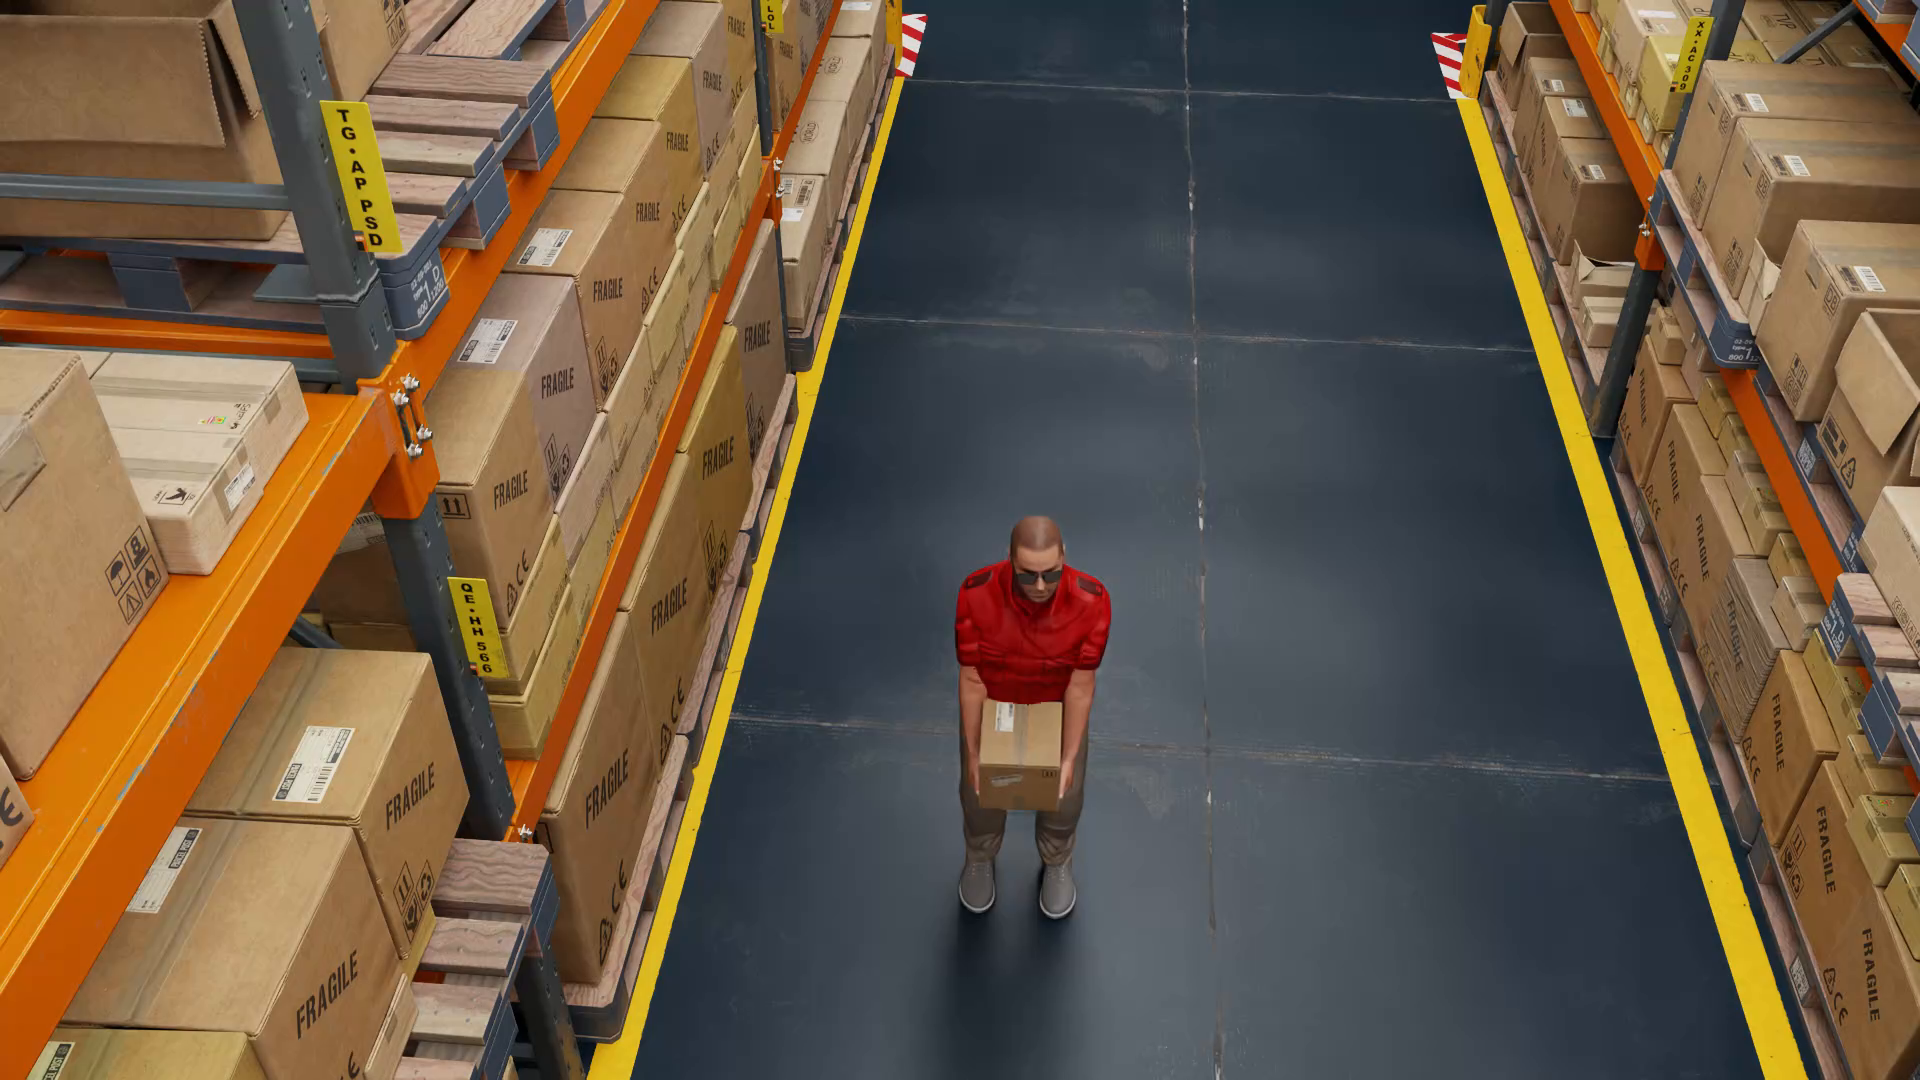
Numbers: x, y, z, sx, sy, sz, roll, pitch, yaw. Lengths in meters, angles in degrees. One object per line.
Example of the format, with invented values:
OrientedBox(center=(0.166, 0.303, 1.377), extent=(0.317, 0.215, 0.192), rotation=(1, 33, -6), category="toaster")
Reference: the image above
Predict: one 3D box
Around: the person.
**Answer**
OrientedBox(center=(0.223, 0.618, 5.440), extent=(0.486, 1.721, 0.562), rotation=(3, 40, 3), category="person")
